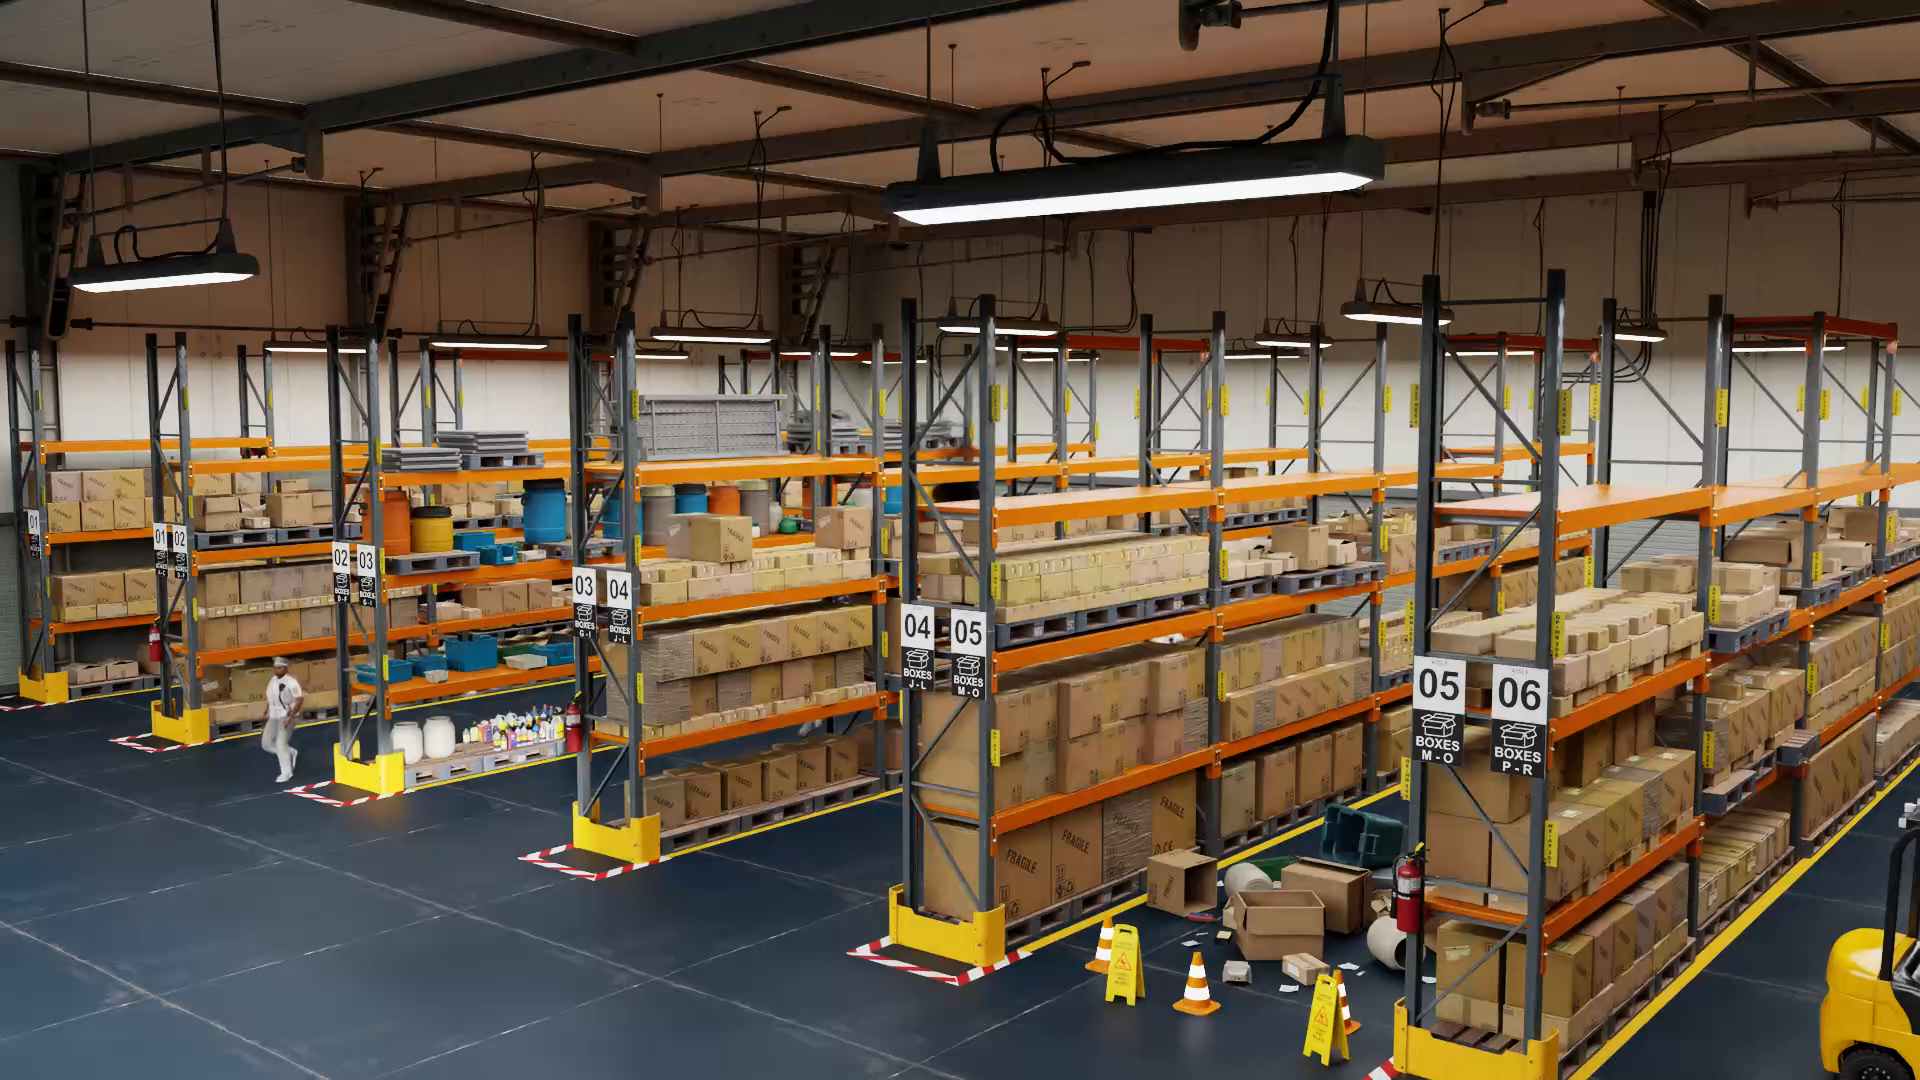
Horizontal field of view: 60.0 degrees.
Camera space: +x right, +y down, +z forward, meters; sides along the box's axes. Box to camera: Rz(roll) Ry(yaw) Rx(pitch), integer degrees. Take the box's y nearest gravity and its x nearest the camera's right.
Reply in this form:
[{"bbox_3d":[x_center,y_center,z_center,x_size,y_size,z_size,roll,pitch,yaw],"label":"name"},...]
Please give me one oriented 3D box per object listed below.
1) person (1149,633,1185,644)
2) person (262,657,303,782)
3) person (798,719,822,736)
[{"bbox_3d":[2.969,1.923,24.116,0.608,1.678,0.852,3,6,31],"label":"person"},{"bbox_3d":[-9.012,2.365,22.096,0.607,1.667,0.508,3,6,26],"label":"person"},{"bbox_3d":[-2.140,1.875,23.824,0.572,1.717,0.834,3,6,27],"label":"person"}]
